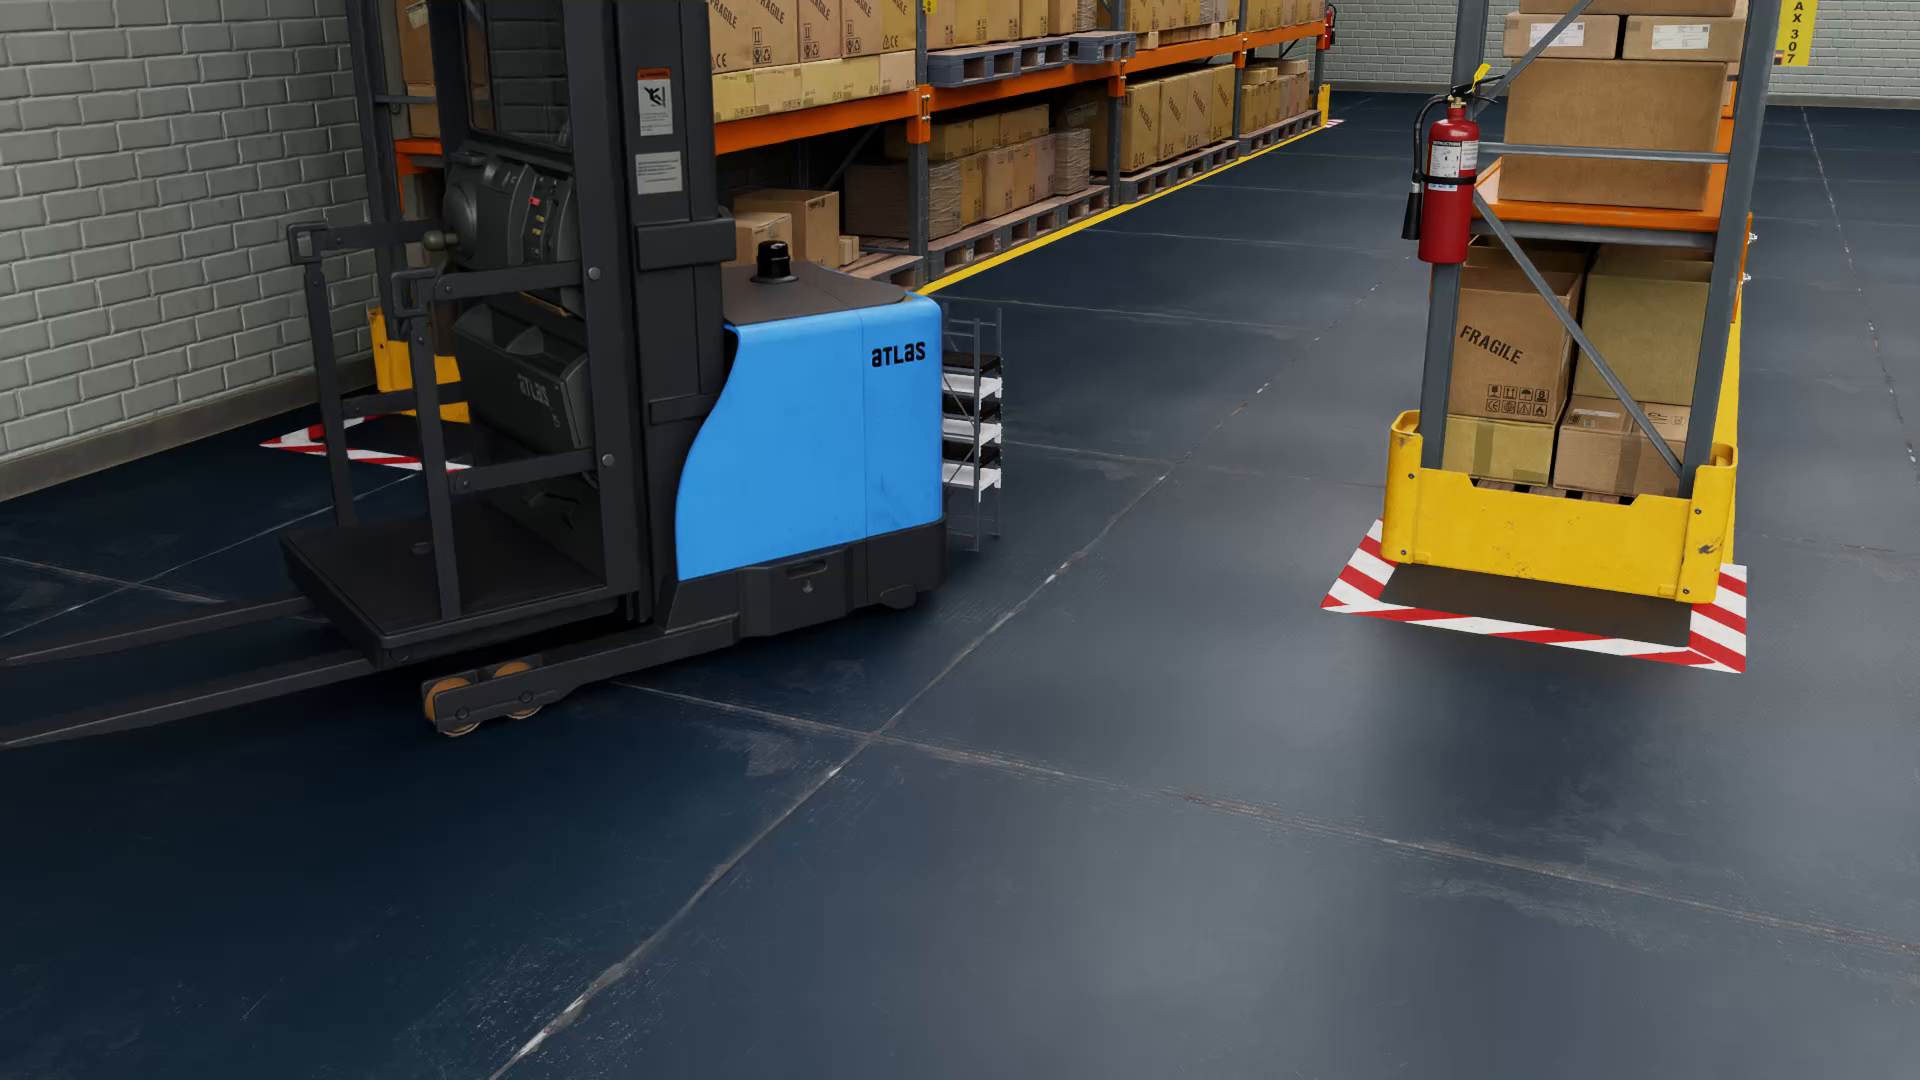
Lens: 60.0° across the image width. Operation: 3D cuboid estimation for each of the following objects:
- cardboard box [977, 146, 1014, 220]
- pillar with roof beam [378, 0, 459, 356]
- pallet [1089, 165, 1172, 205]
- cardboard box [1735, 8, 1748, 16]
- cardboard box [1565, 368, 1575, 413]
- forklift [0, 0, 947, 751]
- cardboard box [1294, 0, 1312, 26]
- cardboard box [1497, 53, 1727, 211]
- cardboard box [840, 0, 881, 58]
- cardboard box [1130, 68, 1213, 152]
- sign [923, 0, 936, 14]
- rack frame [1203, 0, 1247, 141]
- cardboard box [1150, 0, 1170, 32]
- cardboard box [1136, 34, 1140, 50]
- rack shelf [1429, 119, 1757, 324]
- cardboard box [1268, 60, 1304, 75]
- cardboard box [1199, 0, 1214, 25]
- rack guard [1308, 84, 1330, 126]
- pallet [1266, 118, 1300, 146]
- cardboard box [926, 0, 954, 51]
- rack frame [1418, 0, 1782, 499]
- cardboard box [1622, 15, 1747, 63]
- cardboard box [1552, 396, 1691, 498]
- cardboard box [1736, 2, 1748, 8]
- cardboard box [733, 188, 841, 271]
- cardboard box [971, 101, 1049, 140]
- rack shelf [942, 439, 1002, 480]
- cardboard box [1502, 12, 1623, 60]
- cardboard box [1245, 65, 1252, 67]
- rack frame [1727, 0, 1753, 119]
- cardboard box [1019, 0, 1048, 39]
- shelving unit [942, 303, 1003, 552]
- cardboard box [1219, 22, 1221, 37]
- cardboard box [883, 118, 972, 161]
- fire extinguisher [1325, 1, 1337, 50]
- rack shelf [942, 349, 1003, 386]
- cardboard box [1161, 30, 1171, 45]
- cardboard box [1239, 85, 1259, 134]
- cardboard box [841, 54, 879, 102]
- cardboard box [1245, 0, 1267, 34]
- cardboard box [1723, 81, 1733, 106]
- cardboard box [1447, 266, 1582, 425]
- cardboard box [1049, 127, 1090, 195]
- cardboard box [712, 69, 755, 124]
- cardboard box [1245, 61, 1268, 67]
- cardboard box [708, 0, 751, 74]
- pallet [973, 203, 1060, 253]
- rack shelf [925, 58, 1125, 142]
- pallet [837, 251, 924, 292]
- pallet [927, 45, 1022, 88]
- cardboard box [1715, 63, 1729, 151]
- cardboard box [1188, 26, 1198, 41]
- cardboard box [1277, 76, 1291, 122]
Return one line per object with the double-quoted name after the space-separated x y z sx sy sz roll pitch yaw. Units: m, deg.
0.000 -2.795 12.926 0.700 0.500 0.500 9 21 23 "cardboard box"
1.090 -4.569 5.886 9.100 9.000 0.400 9 21 23 "pillar with roof beam"
1.332 -3.363 15.609 1.003 0.211 1.213 9 21 23 "pallet"
2.857 -1.999 6.496 0.380 0.149 0.250 8 21 22 "cardboard box"
2.329 -0.583 7.109 0.500 0.250 0.500 9 21 23 "cardboard box"
-1.539 -1.009 4.933 3.031 2.935 1.130 -14 24 -33 "forklift"
3.729 -6.652 20.248 0.980 0.700 0.700 8 21 22 "cardboard box"
2.388 -1.510 6.089 0.700 0.500 0.500 9 21 23 "cardboard box"
-0.808 -3.175 9.995 0.500 0.500 0.500 8 21 22 "cardboard box"
2.070 -4.365 16.848 0.750 0.750 0.750 9 22 24 "cardboard box"
-0.199 -3.559 10.708 0.100 0.325 0.005 9 21 23 "sign"
2.578 -5.669 17.932 1.000 3.000 0.127 9 21 23 "rack frame"
1.596 -4.915 15.189 0.500 0.500 0.500 9 22 24 "cardboard box"
1.398 -4.482 14.939 0.380 0.149 0.250 9 21 23 "cardboard box"
3.004 -1.594 7.549 1.077 0.370 4.000 9 21 23 "rack shelf"
4.031 -5.847 20.569 0.380 0.149 0.250 9 22 24 "cardboard box"
2.206 -5.380 16.497 0.500 0.500 0.500 9 21 23 "cardboard box"
4.226 -5.721 21.810 1.175 0.500 0.348 9 21 23 "rack guard"
3.459 -4.951 20.075 1.003 0.211 1.213 9 21 23 "pallet"
-0.458 -3.628 11.389 0.700 0.500 0.500 9 21 23 "cardboard box"
2.185 -1.322 5.709 1.000 3.000 0.127 9 21 23 "rack frame"
2.543 -1.765 5.838 0.380 0.149 0.250 8 21 22 "cardboard box"
2.608 -0.358 6.475 0.500 0.250 0.500 9 21 23 "cardboard box"
3.173 -2.235 7.159 0.380 0.149 0.250 9 21 23 "cardboard box"
-1.086 -1.930 10.493 0.500 0.500 0.500 7 21 19 "cardboard box"
0.403 -3.436 13.608 0.500 0.250 0.500 9 21 24 "cardboard box"
0.003 -0.310 6.366 0.258 0.077 0.200 9 21 23 "rack shelf"
2.168 -1.818 5.986 0.380 0.149 0.250 8 21 22 "cardboard box"
3.268 -5.590 19.846 0.380 0.149 0.250 8 21 22 "cardboard box"
3.823 -2.545 9.147 1.000 3.000 0.127 9 21 23 "rack frame"
0.267 -4.171 12.916 0.700 0.500 0.500 9 21 23 "cardboard box"
0.003 -0.426 6.325 0.258 0.900 0.210 9 21 23 "shelving unit"
2.469 -5.264 17.140 0.380 0.149 0.250 9 22 24 "cardboard box"
-0.234 -2.968 12.294 0.500 0.250 0.500 8 21 22 "cardboard box"
4.699 -6.662 21.397 0.296 0.674 0.183 9 21 23 "fire extinguisher"
0.003 -0.649 6.246 0.258 0.077 0.200 9 21 23 "rack shelf"
1.788 -4.803 15.843 0.380 0.149 0.250 9 21 24 "cardboard box"
2.978 -4.903 18.884 0.700 0.500 0.500 9 21 23 "cardboard box"
-0.827 -2.824 10.128 0.500 0.250 0.500 9 21 23 "cardboard box"
2.815 -5.974 18.342 0.980 0.700 0.700 9 21 24 "cardboard box"
4.373 -2.669 9.872 0.380 0.149 0.250 9 21 23 "cardboard box"
2.133 -0.782 6.549 0.500 0.500 0.500 9 21 23 "cardboard box"
0.693 -3.248 14.200 0.700 0.500 0.500 9 21 23 "cardboard box"
-1.432 -2.360 8.823 0.500 0.250 0.500 8 21 22 "cardboard box"
3.580 -5.824 20.504 0.380 0.149 0.250 9 21 23 "cardboard box"
-1.437 -2.704 8.670 0.500 0.500 0.500 8 21 21 "cardboard box"
0.118 -2.522 13.245 1.003 0.211 1.213 9 21 23 "pallet"
0.121 -3.496 12.895 1.077 0.370 4.000 9 21 23 "rack shelf"
-0.940 -1.699 10.932 1.003 0.211 1.213 9 21 23 "pallet"
-0.252 -3.346 11.688 1.003 0.211 1.213 9 21 23 "pallet"
3.020 -1.984 7.420 0.700 0.500 0.500 9 22 24 "cardboard box"
2.138 -5.035 16.496 0.380 0.149 0.250 8 21 21 "cardboard box"
3.611 -5.377 20.216 0.700 0.500 0.500 8 21 21 "cardboard box"
